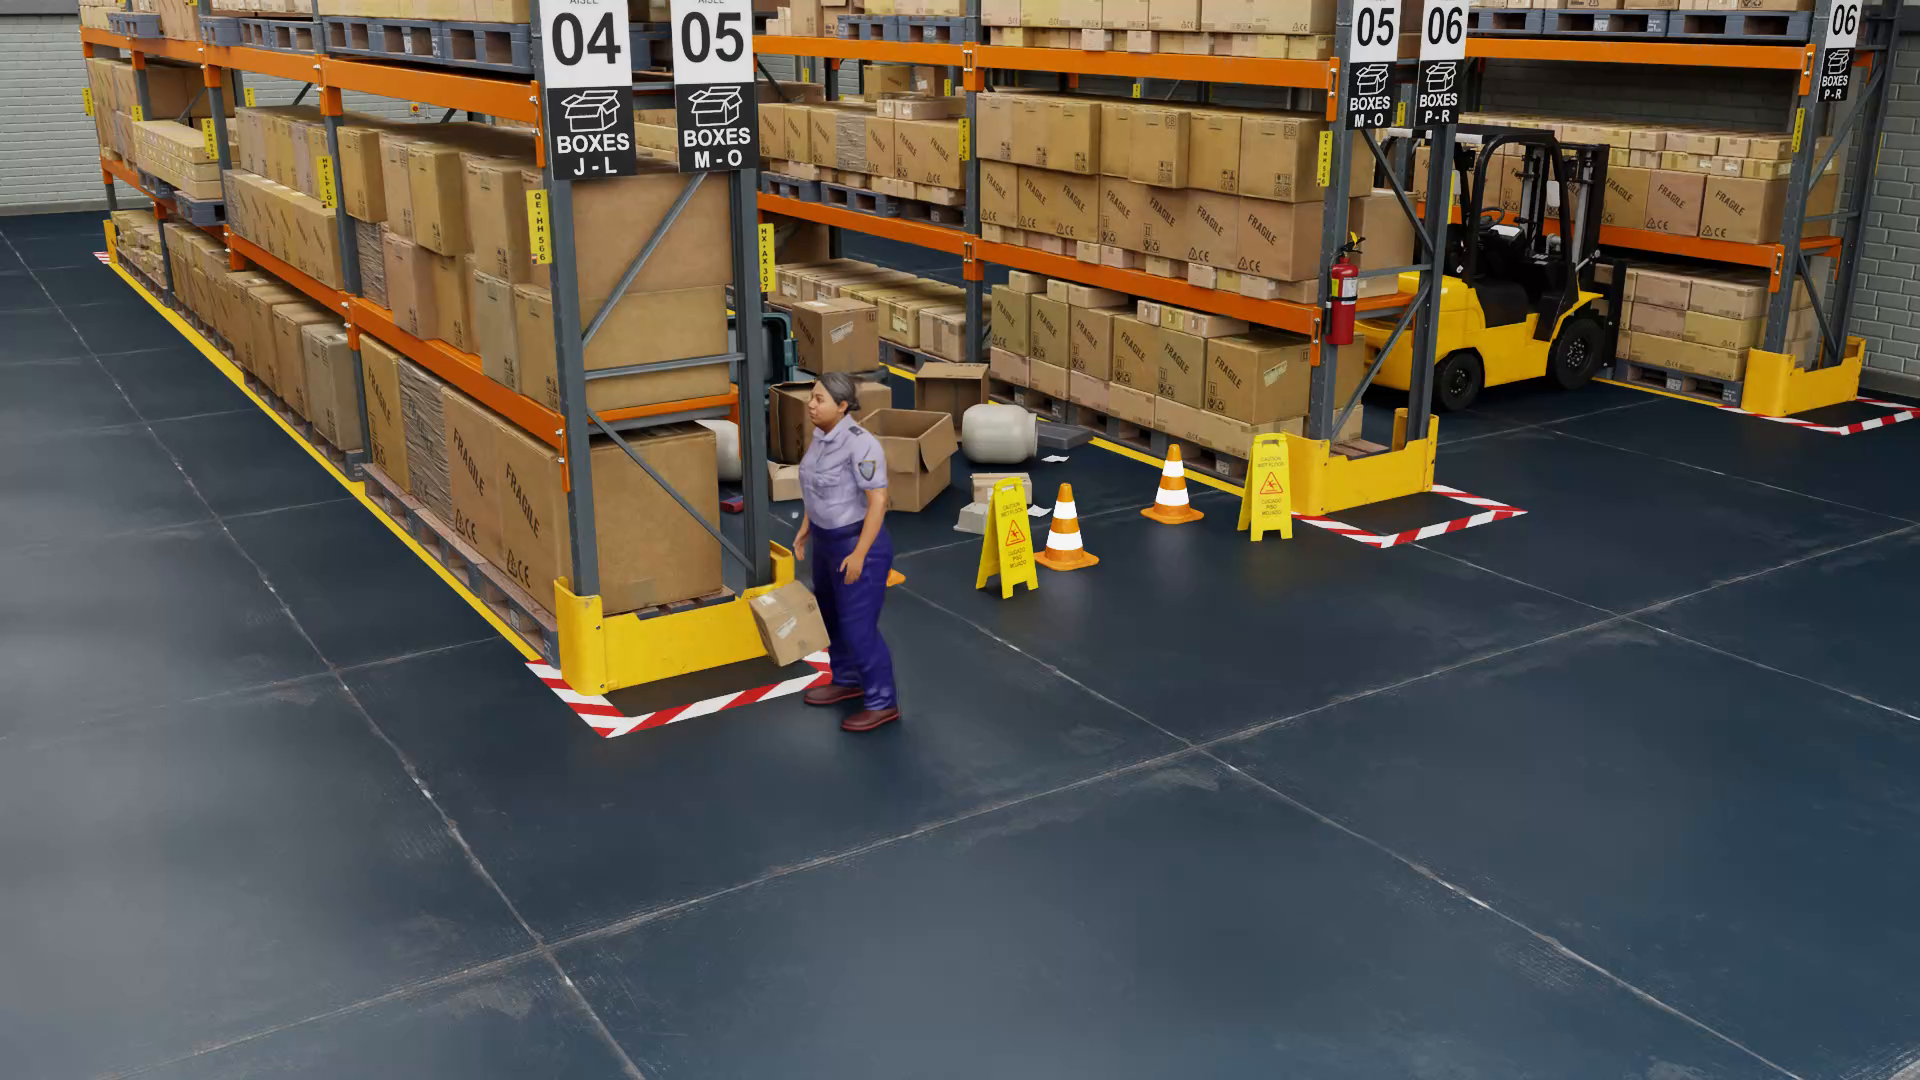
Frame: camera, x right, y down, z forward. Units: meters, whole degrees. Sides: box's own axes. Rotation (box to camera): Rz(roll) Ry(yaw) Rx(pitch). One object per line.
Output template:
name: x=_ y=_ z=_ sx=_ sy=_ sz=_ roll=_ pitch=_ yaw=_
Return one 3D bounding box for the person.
person: x=-0.511 y=0.041 z=7.457 sx=0.386 sy=1.639 sz=0.583 roll=-10 pitch=21 yaw=-27
